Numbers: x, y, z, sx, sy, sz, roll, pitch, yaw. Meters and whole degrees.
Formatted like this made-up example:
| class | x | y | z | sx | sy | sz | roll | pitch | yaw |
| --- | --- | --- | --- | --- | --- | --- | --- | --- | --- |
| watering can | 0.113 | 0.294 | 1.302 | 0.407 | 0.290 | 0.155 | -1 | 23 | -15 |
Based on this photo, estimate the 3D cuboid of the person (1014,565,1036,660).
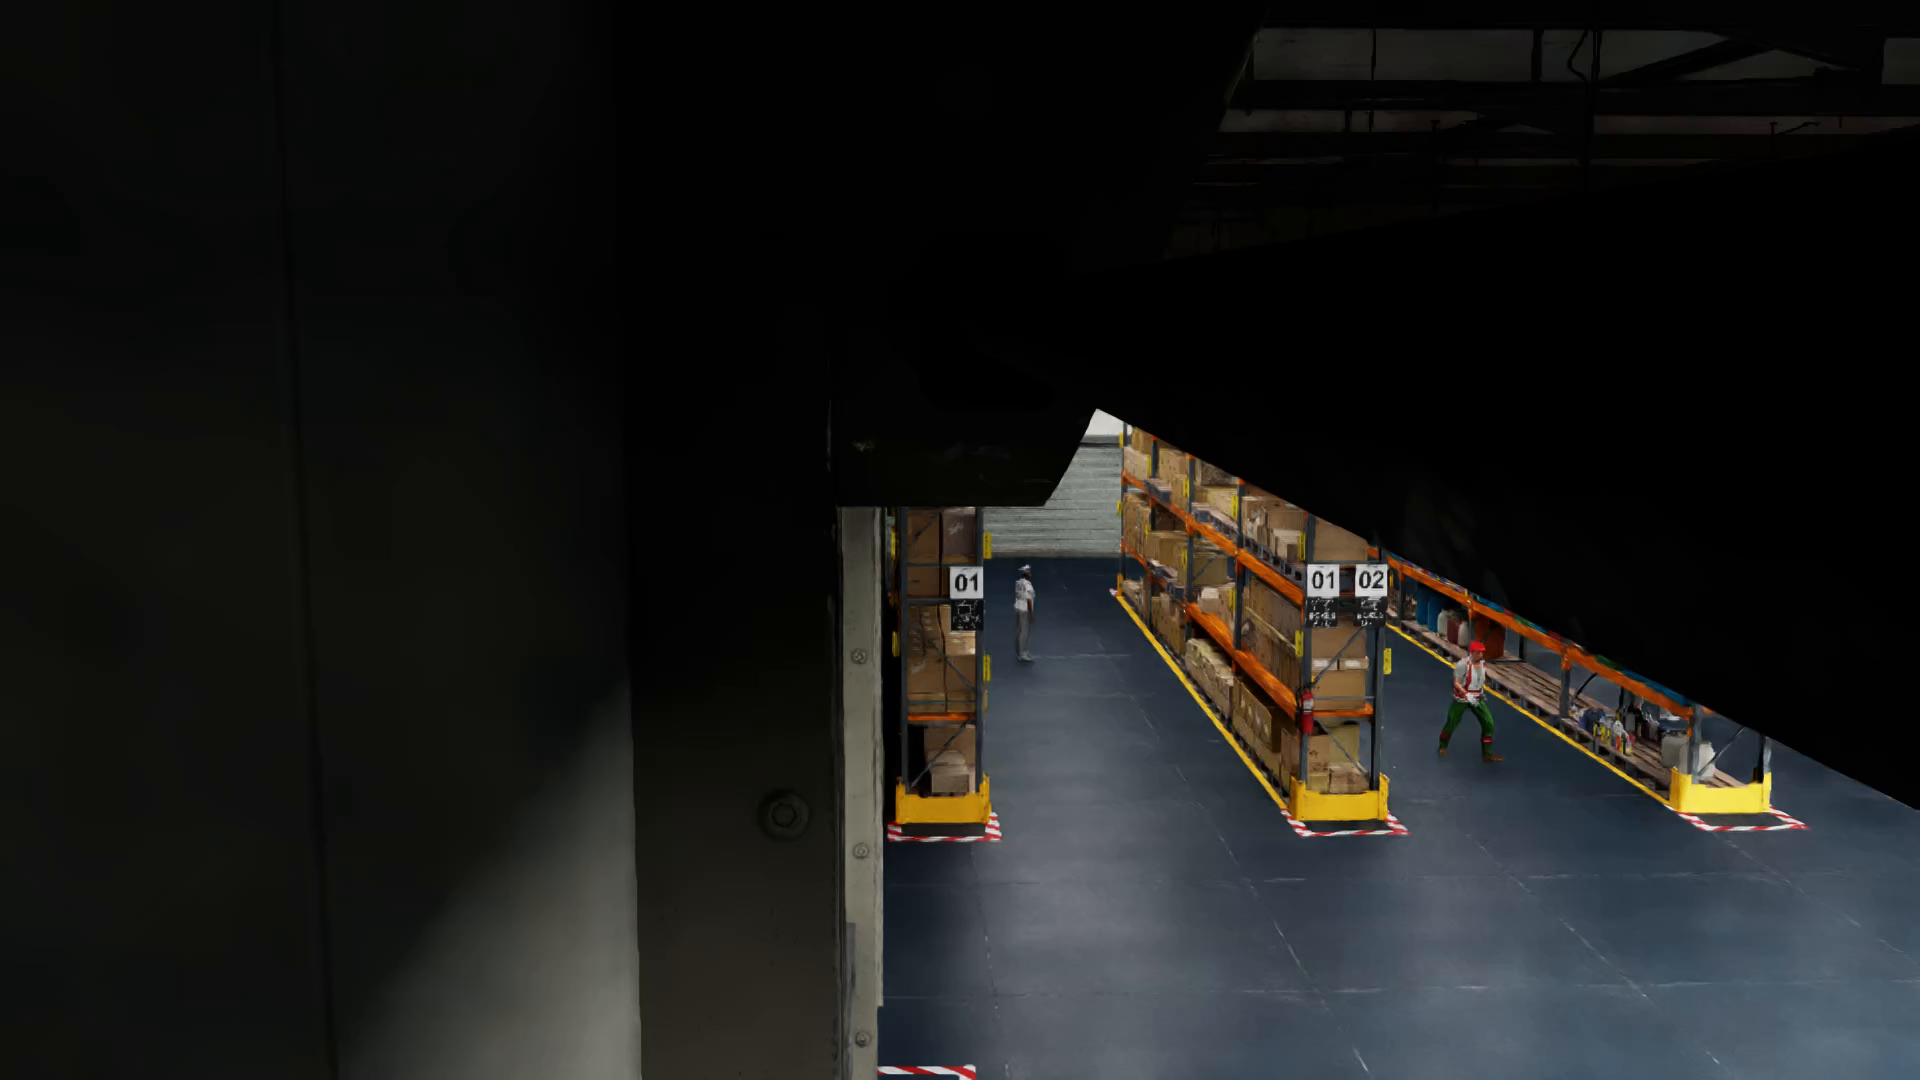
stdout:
| class | x | y | z | sx | sy | sz | roll | pitch | yaw |
| --- | --- | --- | --- | --- | --- | --- | --- | --- | --- |
| person | 1.164 | 1.286 | 29.930 | 0.371 | 1.682 | 0.578 | -4 | 9 | -24 |

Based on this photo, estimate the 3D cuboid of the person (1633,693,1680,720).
| class | x | y | z | sx | sy | sz | roll | pitch | yaw |
| --- | --- | --- | --- | --- | --- | --- | --- | --- | --- |
| person | 10.709 | 1.930 | 25.596 | 0.567 | 1.636 | 0.697 | -4 | 9 | -23 |

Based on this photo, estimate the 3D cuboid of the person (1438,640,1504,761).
| class | x | y | z | sx | sy | sz | roll | pitch | yaw |
| --- | --- | --- | --- | --- | --- | --- | --- | --- | --- |
| person | 7.111 | 2.216 | 23.233 | 0.684 | 1.715 | 0.844 | -3 | 8 | -19 |
